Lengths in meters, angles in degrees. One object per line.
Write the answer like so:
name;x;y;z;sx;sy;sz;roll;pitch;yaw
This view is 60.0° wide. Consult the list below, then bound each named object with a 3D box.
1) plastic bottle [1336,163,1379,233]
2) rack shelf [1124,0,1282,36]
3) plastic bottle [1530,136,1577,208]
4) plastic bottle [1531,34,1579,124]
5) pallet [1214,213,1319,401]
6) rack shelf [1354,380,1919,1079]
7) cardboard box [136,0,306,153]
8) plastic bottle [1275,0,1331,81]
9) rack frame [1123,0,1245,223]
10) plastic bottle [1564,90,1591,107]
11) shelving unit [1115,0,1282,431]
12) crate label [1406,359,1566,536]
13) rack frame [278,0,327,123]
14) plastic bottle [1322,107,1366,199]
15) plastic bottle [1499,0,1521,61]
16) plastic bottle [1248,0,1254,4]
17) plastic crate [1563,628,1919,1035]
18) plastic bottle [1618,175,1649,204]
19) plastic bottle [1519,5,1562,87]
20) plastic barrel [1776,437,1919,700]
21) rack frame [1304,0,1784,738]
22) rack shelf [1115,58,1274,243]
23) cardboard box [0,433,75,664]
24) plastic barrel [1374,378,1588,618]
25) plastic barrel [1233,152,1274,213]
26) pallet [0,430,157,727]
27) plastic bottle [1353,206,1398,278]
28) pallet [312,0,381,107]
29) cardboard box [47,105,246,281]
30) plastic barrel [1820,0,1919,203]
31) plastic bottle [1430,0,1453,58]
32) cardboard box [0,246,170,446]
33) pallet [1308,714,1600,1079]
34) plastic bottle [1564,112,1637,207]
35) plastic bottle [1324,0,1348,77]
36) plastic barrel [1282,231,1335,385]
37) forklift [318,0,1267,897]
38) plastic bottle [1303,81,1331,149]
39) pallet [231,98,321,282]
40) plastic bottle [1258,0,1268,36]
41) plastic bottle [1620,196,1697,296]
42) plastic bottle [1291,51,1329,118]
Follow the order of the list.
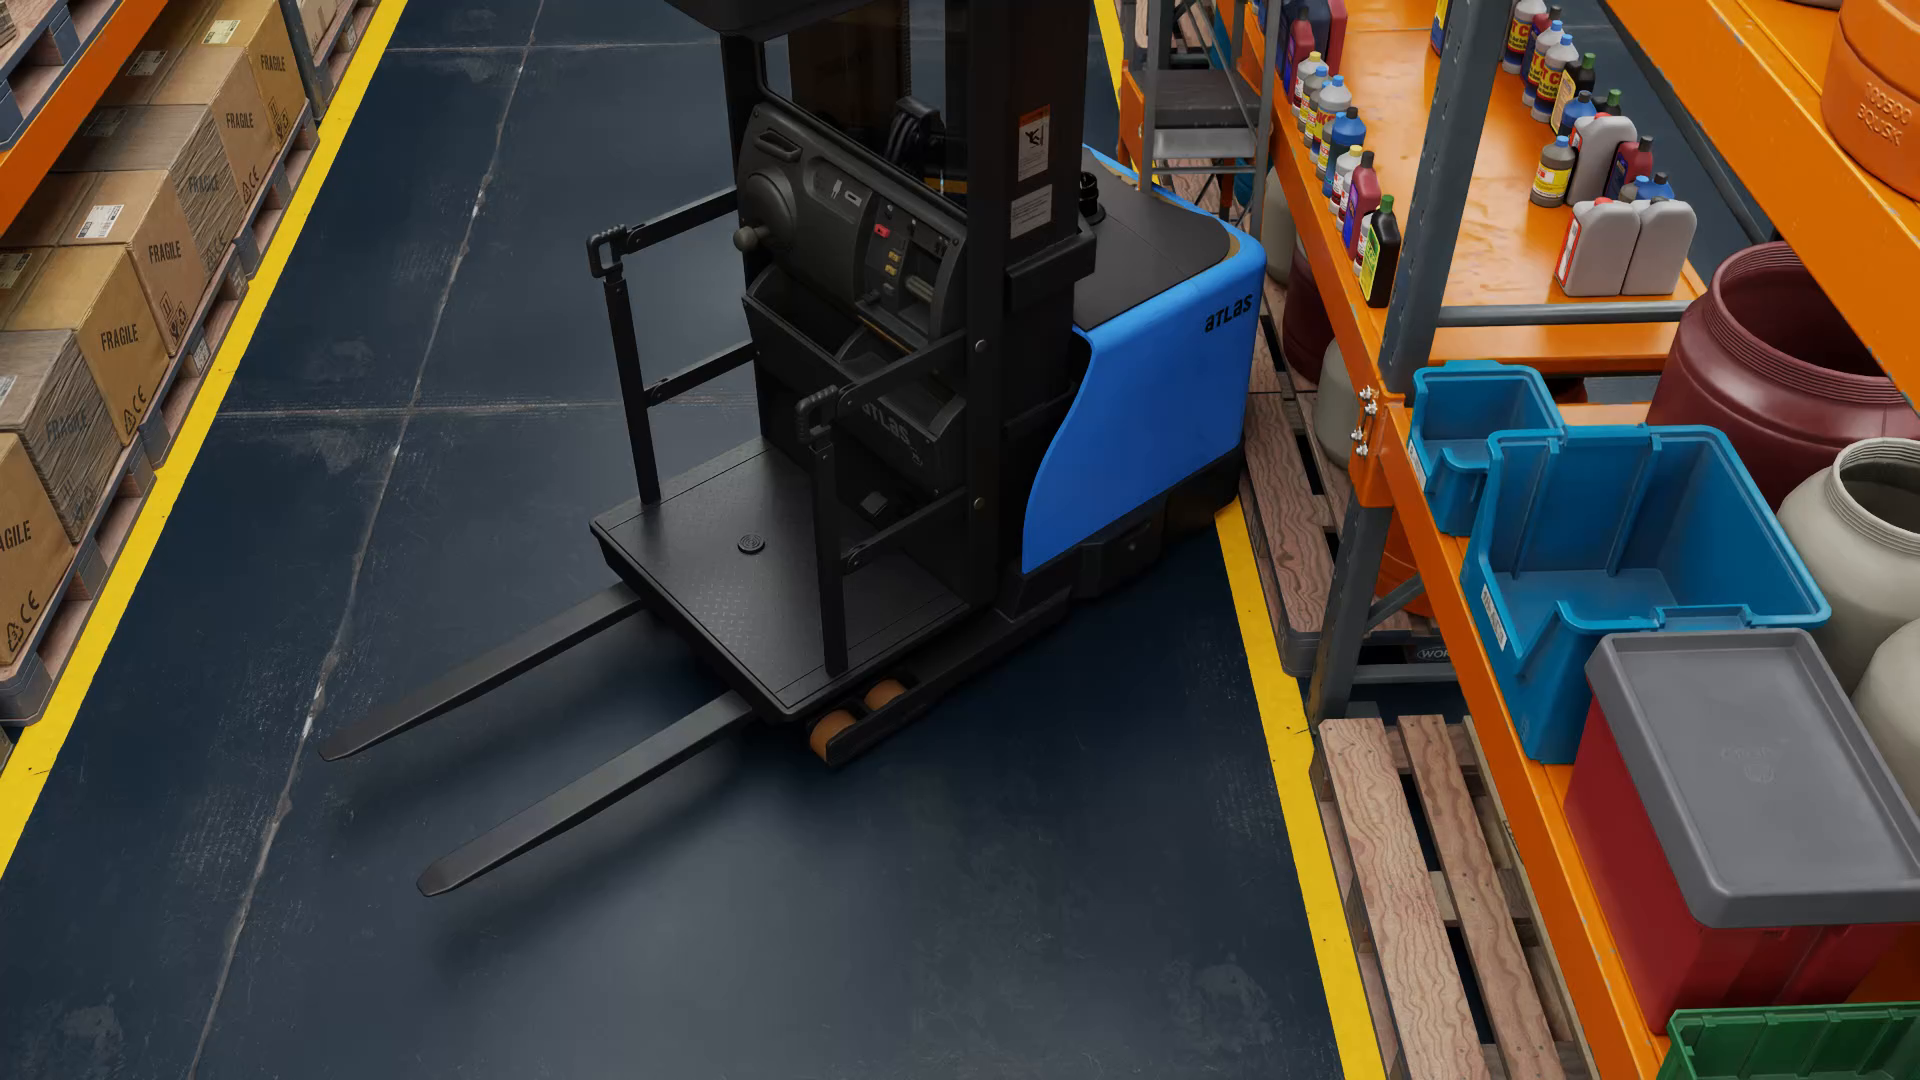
plastic bottle;1.136;-0.980;4.746;0.097;0.201;0.097;0;43;0
rack shelf;0.762;-1.894;5.189;0.431;0.518;0.480;-2;29;-3
plastic bottle;1.737;-1.082;4.858;0.097;0.201;0.097;0;43;0
plastic bottle;1.868;-1.449;5.207;0.097;0.271;0.097;0;43;0
pallet;1.452;-0.883;6.557;1.003;0.211;1.213;-2;43;-2
rack shelf;1.661;1.057;2.909;1.077;0.370;4.000;-2;43;-2
cardboard box;-3.236;-2.035;7.274;0.500;0.500;0.500;-2;43;-2
plastic bottle;1.119;-1.681;5.401;0.144;0.351;0.185;-2;43;-2
rack frame;0.751;-1.413;5.735;0.400;2.100;0.015;-2;29;-3
plastic bottle;1.878;-1.268;5.060;0.097;0.201;0.097;0;43;0
shelving unit;0.765;-1.294;5.523;0.431;2.100;0.503;-2;29;-3
crate label;1.219;-0.201;3.874;0.303;0.233;0.416;-2;43;-2
rack frame;-3.543;-3.119;6.933;1.000;3.000;0.127;-2;43;-2
plastic bottle;1.128;-1.137;4.866;0.097;0.271;0.097;0;43;0
plastic bottle;1.822;-1.750;5.531;0.152;0.276;0.135;-2;43;-2
plastic bottle;1.072;-2.027;5.837;0.097;0.271;0.097;0;43;0
plastic crate;1.339;0.518;2.918;0.402;0.464;0.583;-2;43;-2
plastic bottle;1.899;-0.931;4.693;0.097;0.201;0.097;0;43;0
plastic bottle;1.877;-1.598;5.360;0.061;0.283;0.133;-2;43;-2
plastic barrel;1.833;0.089;3.350;0.421;0.512;0.421;0;43;0
rack frame;1.576;-0.558;4.139;1.000;3.000;0.127;-2;43;-2
rack shelf;0.765;-1.282;5.529;0.431;0.518;0.480;-2;29;-3
cardboard box;-3.107;0.025;5.027;0.500;0.500;0.500;0;43;0
plastic barrel;1.538;-0.243;5.090;0.600;0.830;0.708;-2;43;-2
plastic barrel;1.442;-1.794;6.729;0.600;0.901;0.708;-2;43;-2
pallet;-3.367;0.104;5.480;1.003;0.211;1.213;-2;43;-2
plastic bottle;1.146;-0.824;4.576;0.097;0.201;0.097;0;43;0
pallet;-3.571;-2.555;8.381;1.003;0.211;1.213;-2;43;-2
cardboard box;-3.202;-1.362;6.541;0.500;0.500;0.500;-1;43;-1
plastic barrel;1.422;-0.820;1.887;0.600;0.830;0.708;-2;43;-2
plastic bottle;1.673;-1.790;5.520;0.144;0.351;0.185;-2;43;-2
cardboard box;-3.151;-0.667;5.782;0.500;0.500;0.500;-2;43;-2
pallet;1.570;0.994;4.509;1.003;0.211;1.213;-2;43;-2
plastic bottle;1.861;-1.126;4.850;0.152;0.276;0.135;-2;43;-2
plastic bottle;1.220;-1.676;5.445;0.061;0.283;0.133;-2;43;-2
plastic barrel;1.490;-0.916;6.003;0.600;0.588;0.708;-2;43;-2
forklift;-0.475;-0.808;4.462;3.031;2.935;1.130;-30;50;-29
plastic bottle;1.116;-1.309;5.105;0.097;0.201;0.097;0;43;0
pallet;-3.471;-1.543;7.277;1.003;0.211;1.213;-2;43;-2
plastic bottle;1.105;-1.896;5.635;0.144;0.351;0.185;-2;43;-2
plastic bottle;1.881;-0.814;4.510;0.152;0.276;0.135;-2;43;-2
plastic bottle;1.107;-1.440;5.248;0.097;0.201;0.097;0;43;0
